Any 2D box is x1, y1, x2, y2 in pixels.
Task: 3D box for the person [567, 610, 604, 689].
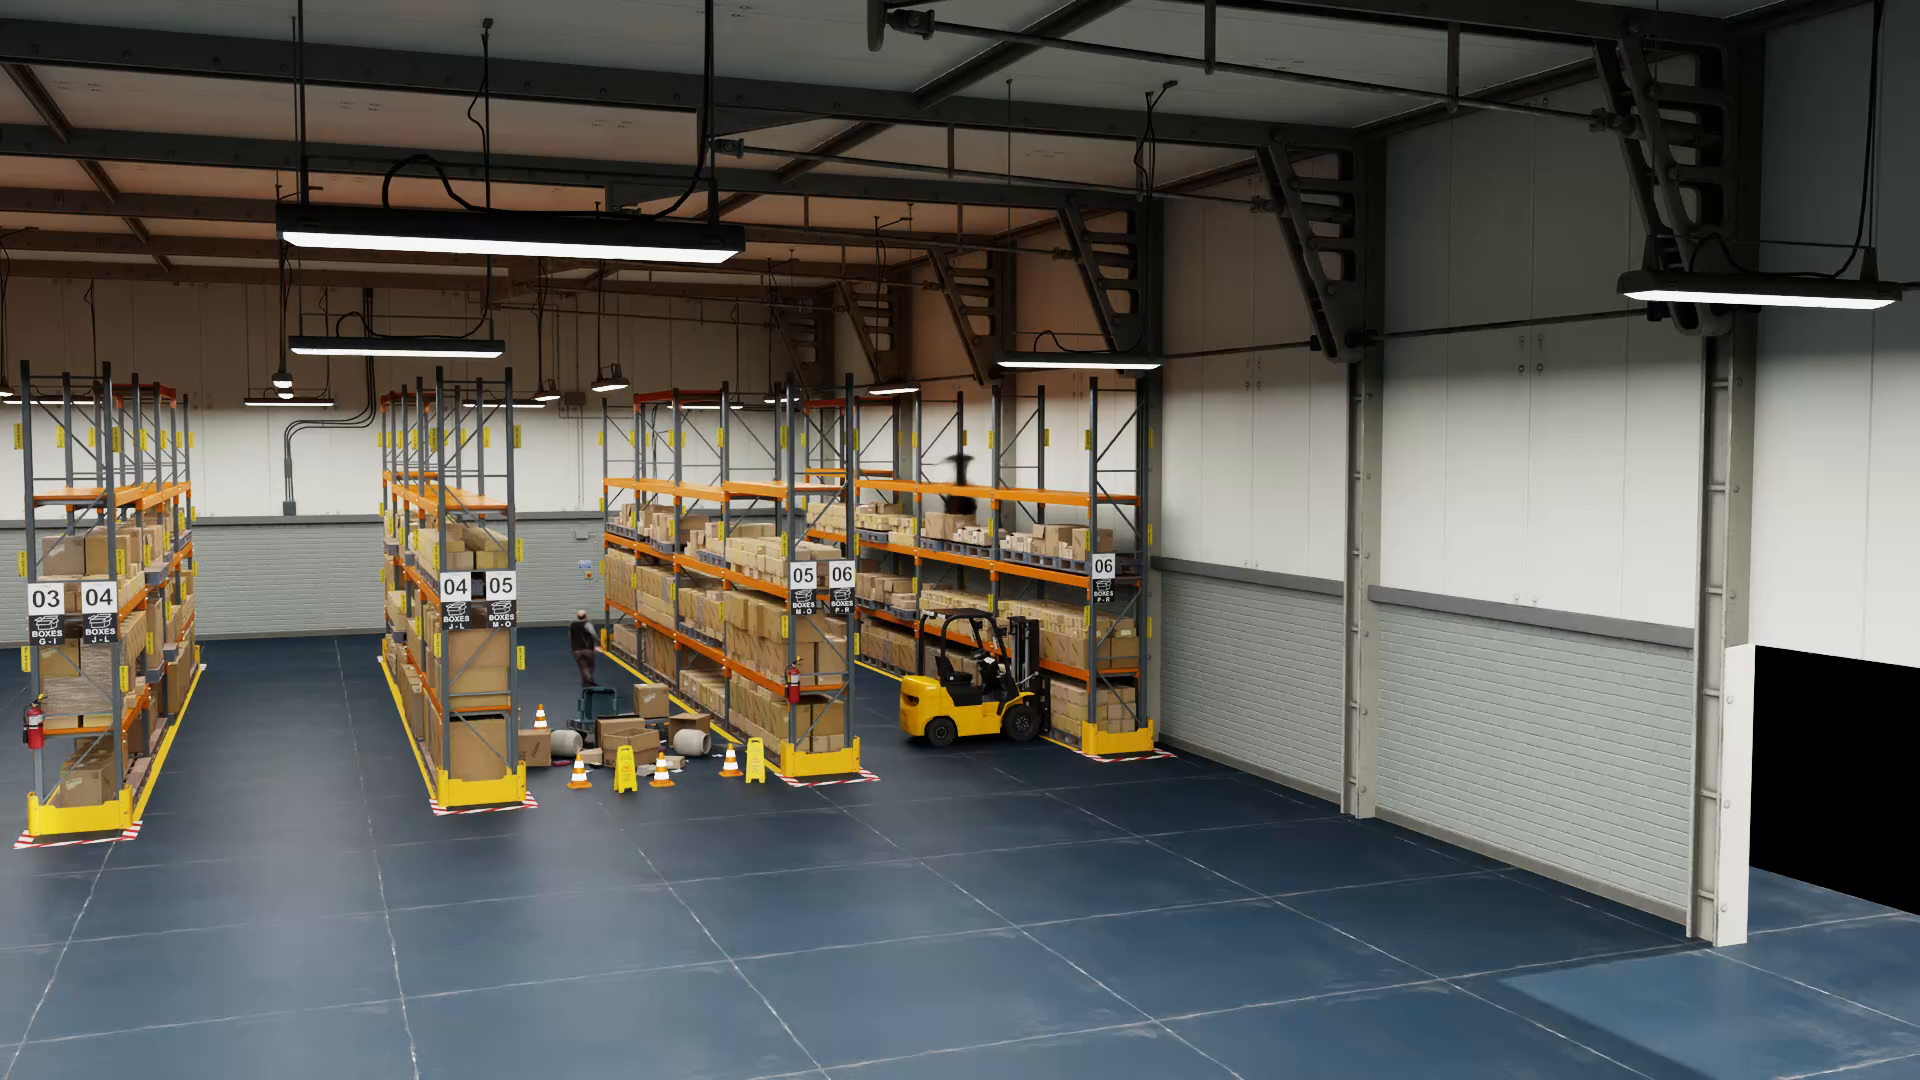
[{"bbox_3d":[-7.444,2.224,32.965,0.760,1.659,0.640,0,3,0],"label":"person"}]
